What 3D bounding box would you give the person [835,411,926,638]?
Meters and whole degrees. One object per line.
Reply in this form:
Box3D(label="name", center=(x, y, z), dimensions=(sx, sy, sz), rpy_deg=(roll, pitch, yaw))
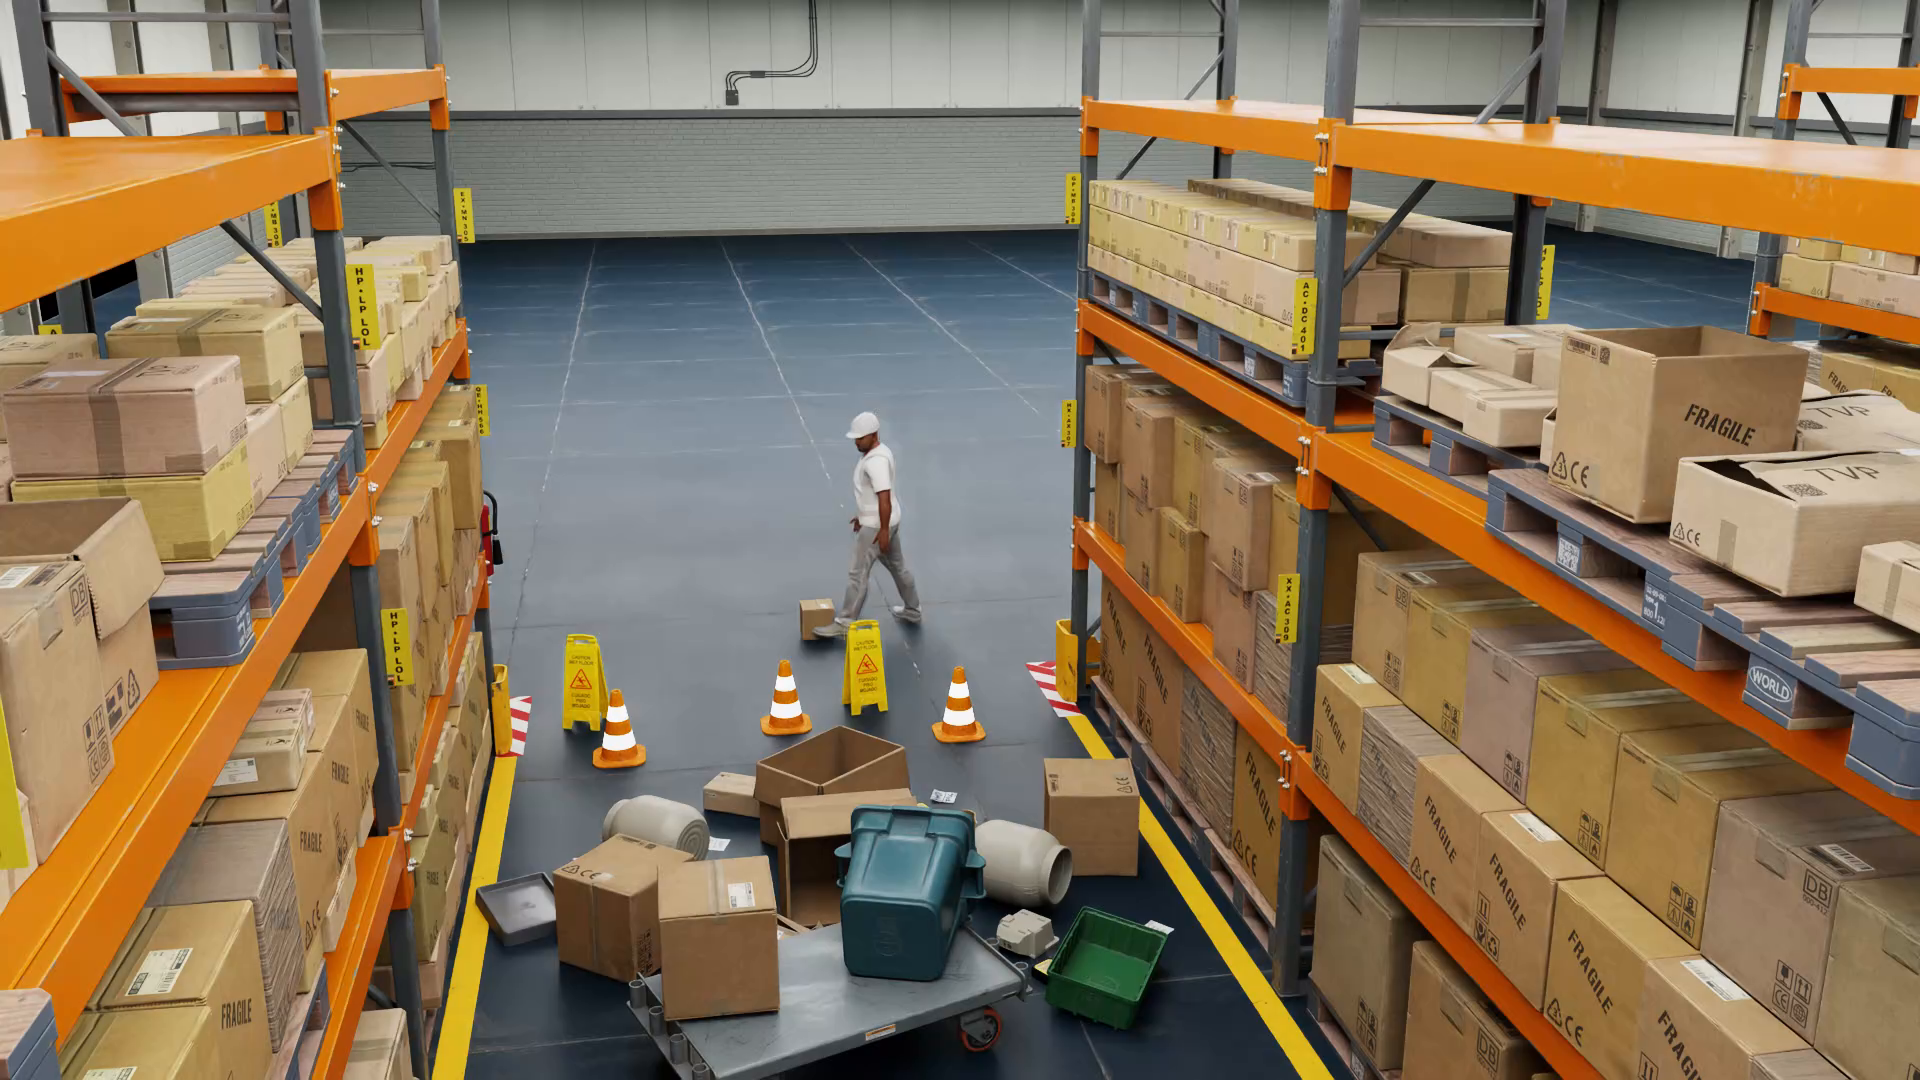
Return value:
Box3D(label="person", center=(-0.626, -0.145, 12.948), dimensions=(0.745, 1.766, 0.672), rpy_deg=(-2, 16, -5))
